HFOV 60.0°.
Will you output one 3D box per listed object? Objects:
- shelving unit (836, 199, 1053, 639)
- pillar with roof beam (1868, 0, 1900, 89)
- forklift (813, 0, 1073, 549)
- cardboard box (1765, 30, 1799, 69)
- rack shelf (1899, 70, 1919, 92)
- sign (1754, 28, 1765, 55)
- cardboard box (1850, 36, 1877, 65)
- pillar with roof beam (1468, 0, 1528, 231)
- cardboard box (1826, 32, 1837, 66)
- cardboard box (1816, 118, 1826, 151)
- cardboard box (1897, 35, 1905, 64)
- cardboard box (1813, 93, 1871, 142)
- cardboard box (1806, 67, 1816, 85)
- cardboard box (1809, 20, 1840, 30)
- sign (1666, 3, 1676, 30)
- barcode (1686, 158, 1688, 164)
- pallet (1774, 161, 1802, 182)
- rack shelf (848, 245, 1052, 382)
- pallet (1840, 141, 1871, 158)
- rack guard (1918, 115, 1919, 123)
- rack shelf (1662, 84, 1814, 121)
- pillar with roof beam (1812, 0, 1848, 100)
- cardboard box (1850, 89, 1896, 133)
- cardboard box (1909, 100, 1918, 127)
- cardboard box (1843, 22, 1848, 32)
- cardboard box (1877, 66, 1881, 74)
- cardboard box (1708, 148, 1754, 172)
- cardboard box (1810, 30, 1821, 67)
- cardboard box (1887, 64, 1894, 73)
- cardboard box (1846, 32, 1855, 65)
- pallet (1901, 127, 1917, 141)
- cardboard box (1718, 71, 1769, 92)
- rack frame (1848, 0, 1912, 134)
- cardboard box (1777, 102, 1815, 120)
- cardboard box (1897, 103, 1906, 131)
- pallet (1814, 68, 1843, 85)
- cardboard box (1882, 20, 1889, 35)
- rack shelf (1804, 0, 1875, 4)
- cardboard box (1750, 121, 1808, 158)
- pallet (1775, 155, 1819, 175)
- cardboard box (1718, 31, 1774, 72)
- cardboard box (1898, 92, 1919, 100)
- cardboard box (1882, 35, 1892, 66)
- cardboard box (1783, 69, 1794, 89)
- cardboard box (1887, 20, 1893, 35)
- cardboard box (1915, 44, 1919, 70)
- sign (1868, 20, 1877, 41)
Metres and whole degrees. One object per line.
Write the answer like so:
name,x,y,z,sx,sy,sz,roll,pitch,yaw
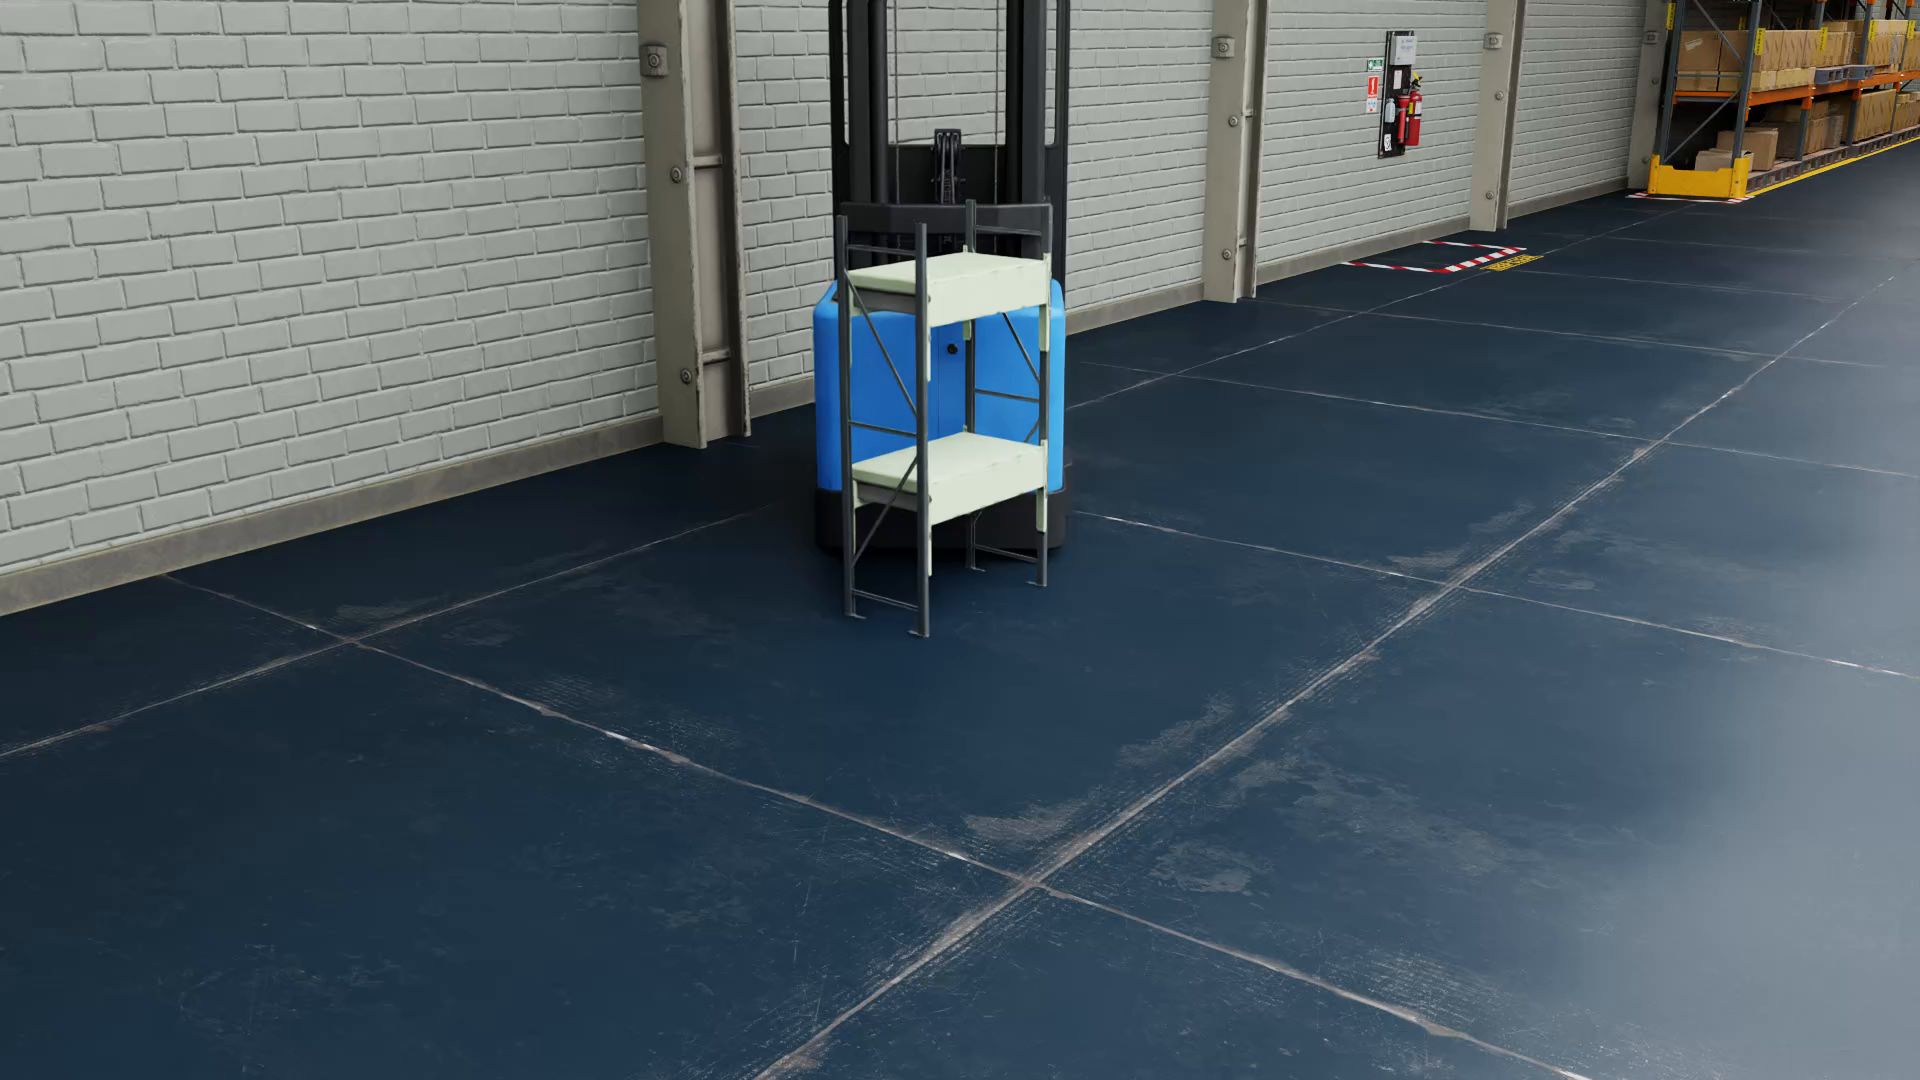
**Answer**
shelving unit,-0.046,-0.478,6.253,0.431,1.500,0.755,13,22,37
pillar with roof beam,23.528,-12.667,32.859,9.100,9.000,0.400,12,21,35
forklift,-0.039,-1.745,7.921,1.130,2.935,3.031,1,17,2
cardboard box,11.063,-6.675,22.636,0.500,0.500,0.500,13,22,36
rack shelf,17.965,-8.947,32.208,1.077,0.370,4.000,12,21,35
sign,10.059,-6.273,20.927,0.100,0.325,0.005,12,21,35
cardboard box,14.885,-8.131,27.665,0.500,0.500,0.500,13,22,36
pillar with roof beam,9.228,-6.950,14.452,9.100,9.000,0.400,12,21,35
cardboard box,13.043,-7.576,25.670,0.700,0.500,0.500,16,24,42
cardboard box,13.329,-6.471,26.497,0.700,0.500,0.500,12,21,34
cardboard box,16.701,-8.859,30.008,0.500,0.500,0.500,12,21,34
cardboard box,14.934,-7.187,28.246,0.750,0.750,0.750,12,21,34
cardboard box,11.968,-6.680,23.915,0.500,0.250,0.500,12,21,35
cardboard box,14.452,-8.572,27.822,0.500,0.250,0.500,13,22,36
sign,9.190,-6.762,21.477,0.100,0.325,0.005,12,21,35
barcode,9.797,-5.110,22.417,0.001,0.075,0.075,12,21,35
pallet,11.635,-5.410,24.310,1.003,0.211,1.213,12,21,35
rack shelf,-0.046,-0.850,6.137,0.431,0.370,0.720,13,22,37
pallet,14.920,-6.704,28.475,1.003,0.211,1.213,12,21,35
rack guard,19.171,-8.578,34.025,1.175,0.500,0.348,12,21,35
rack shelf,10.815,-6.088,23.005,1.077,0.370,4.000,12,21,35
pillar with roof beam,19.953,-11.238,28.257,9.100,9.000,0.400,12,21,35
cardboard box,16.491,-7.810,30.252,0.750,0.750,0.750,13,21,35
cardboard box,18.522,-8.470,32.966,0.700,0.500,0.500,12,21,35
cardboard box,14.209,-8.341,27.042,0.380,0.149,0.250,9,20,28
cardboard box,15.840,-8.217,29.035,0.380,0.149,0.250,13,22,36
cardboard box,10.448,-5.166,22.614,0.500,0.311,0.500,15,22,39
cardboard box,11.973,-7.037,23.801,0.500,0.500,0.500,12,21,35
cardboard box,16.367,-8.381,29.565,0.380,0.149,0.250,12,21,35
cardboard box,14.118,-8.005,27.054,0.700,0.500,0.500,10,20,28
pallet,18.016,-7.941,32.460,1.003,0.211,1.213,12,21,35
cardboard box,10.169,-5.954,21.577,0.500,0.250,0.500,12,21,33
rack frame,16.773,-8.814,30.568,1.000,3.000,0.127,12,21,35
cardboard box,12.999,-6.691,25.941,0.500,0.250,0.500,12,21,33
cardboard box,17.603,-8.100,31.775,0.700,0.500,0.500,12,21,34
pallet,12.579,-6.973,24.964,1.003,0.211,1.213,12,21,35
cardboard box,15.482,-8.729,28.327,0.500,0.250,0.500,13,21,35
rack shelf,13.198,-8.474,25.628,1.077,0.370,4.000,12,21,35
cardboard box,12.432,-6.103,25.311,0.700,0.500,0.500,13,22,37
pallet,12.469,-5.762,25.443,1.003,0.211,1.213,12,21,35
cardboard box,10.149,-6.312,21.467,0.500,0.500,0.500,12,21,35
cardboard box,18.738,-8.775,32.855,0.380,0.149,0.250,13,22,36
cardboard box,15.805,-8.497,28.845,0.500,0.500,0.500,13,22,36
cardboard box,11.078,-6.320,22.757,0.500,0.250,0.500,13,21,35
cardboard box,15.781,-8.852,28.722,0.500,0.250,0.500,12,21,34
cardboard box,17.975,-9.431,32.050,0.980,0.700,0.700,11,20,32
sign,14.831,-8.282,27.038,0.100,0.325,0.005,12,21,35
